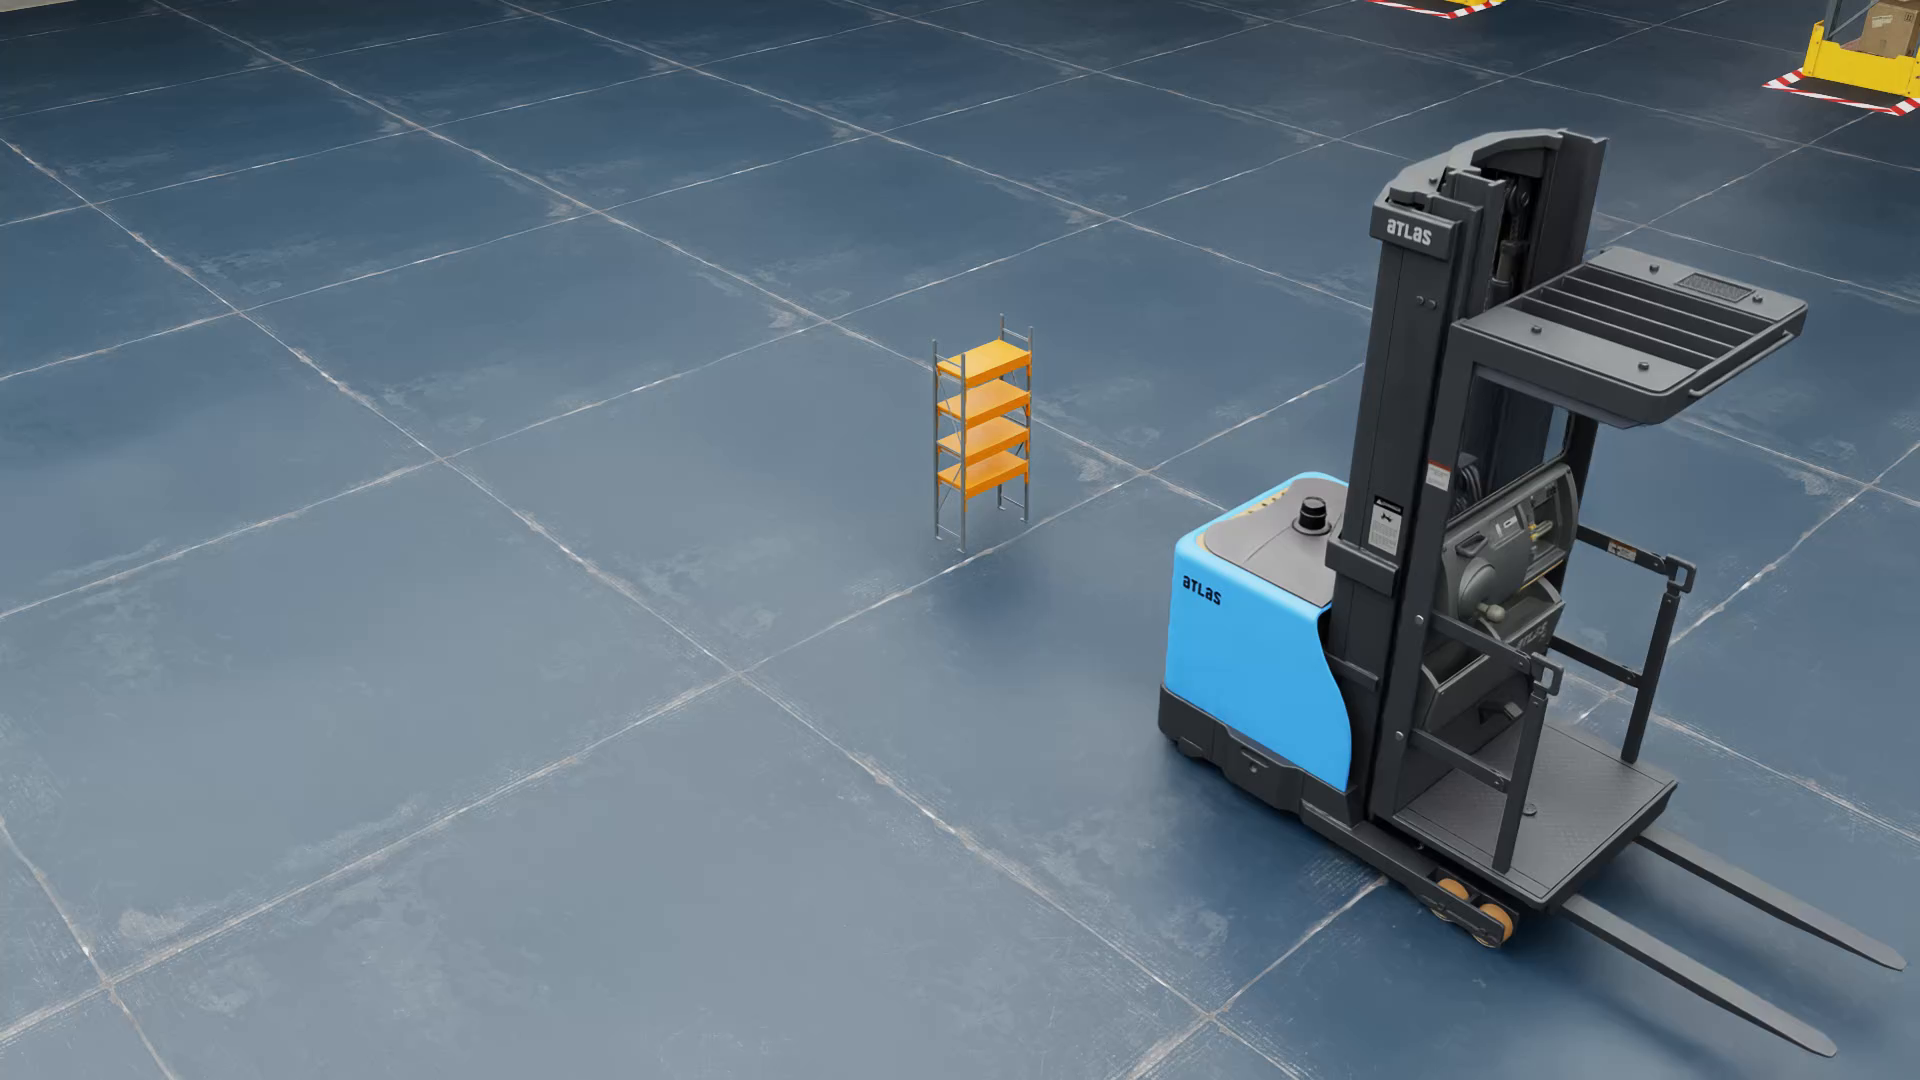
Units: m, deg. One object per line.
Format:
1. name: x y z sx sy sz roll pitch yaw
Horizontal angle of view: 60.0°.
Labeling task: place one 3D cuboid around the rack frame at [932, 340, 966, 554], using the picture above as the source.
1. rack frame: -0.058 -0.484 8.891 0.015 1.200 0.240 -26 40 -35

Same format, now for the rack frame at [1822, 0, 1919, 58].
1. rack frame: 9.080 -5.869 15.972 0.127 3.000 1.000 -26 40 -35

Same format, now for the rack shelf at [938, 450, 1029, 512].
1. rack shelf: 0.121 -0.344 9.172 0.480 0.148 0.258 -26 40 -35

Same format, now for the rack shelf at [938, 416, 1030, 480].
1. rack shelf: 0.121 -0.513 9.068 0.480 0.148 0.258 -26 40 -35

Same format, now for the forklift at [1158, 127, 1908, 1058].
1. forklift: 2.284 0.061 6.340 1.130 2.935 3.031 -26 40 -35

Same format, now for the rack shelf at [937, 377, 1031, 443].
1. rack shelf: 0.121 -0.704 8.951 0.480 0.148 0.258 -26 40 -35

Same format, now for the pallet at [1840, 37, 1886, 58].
1. pallet: 9.756 -4.981 17.193 1.213 0.211 1.003 -26 40 -35

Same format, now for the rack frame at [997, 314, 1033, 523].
1. rack frame: 0.300 -0.657 9.175 0.015 1.200 0.240 -26 40 -35

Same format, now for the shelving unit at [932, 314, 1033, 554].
1. shelving unit: 0.121 -0.571 9.033 0.503 1.200 0.258 -26 40 -35

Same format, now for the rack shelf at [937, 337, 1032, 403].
1. rack shelf: 0.121 -0.906 8.828 0.480 0.148 0.258 -26 40 -35

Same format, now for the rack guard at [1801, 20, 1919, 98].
1. rack guard: 9.136 -4.829 16.669 0.348 0.500 1.175 -26 40 -35

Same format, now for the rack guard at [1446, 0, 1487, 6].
1. rack guard: 5.737 -6.742 19.797 0.348 0.500 1.175 -26 40 -35

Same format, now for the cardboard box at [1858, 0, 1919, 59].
1. cardboard box: 9.550 -5.197 16.867 0.500 0.500 0.500 -18 36 -27
